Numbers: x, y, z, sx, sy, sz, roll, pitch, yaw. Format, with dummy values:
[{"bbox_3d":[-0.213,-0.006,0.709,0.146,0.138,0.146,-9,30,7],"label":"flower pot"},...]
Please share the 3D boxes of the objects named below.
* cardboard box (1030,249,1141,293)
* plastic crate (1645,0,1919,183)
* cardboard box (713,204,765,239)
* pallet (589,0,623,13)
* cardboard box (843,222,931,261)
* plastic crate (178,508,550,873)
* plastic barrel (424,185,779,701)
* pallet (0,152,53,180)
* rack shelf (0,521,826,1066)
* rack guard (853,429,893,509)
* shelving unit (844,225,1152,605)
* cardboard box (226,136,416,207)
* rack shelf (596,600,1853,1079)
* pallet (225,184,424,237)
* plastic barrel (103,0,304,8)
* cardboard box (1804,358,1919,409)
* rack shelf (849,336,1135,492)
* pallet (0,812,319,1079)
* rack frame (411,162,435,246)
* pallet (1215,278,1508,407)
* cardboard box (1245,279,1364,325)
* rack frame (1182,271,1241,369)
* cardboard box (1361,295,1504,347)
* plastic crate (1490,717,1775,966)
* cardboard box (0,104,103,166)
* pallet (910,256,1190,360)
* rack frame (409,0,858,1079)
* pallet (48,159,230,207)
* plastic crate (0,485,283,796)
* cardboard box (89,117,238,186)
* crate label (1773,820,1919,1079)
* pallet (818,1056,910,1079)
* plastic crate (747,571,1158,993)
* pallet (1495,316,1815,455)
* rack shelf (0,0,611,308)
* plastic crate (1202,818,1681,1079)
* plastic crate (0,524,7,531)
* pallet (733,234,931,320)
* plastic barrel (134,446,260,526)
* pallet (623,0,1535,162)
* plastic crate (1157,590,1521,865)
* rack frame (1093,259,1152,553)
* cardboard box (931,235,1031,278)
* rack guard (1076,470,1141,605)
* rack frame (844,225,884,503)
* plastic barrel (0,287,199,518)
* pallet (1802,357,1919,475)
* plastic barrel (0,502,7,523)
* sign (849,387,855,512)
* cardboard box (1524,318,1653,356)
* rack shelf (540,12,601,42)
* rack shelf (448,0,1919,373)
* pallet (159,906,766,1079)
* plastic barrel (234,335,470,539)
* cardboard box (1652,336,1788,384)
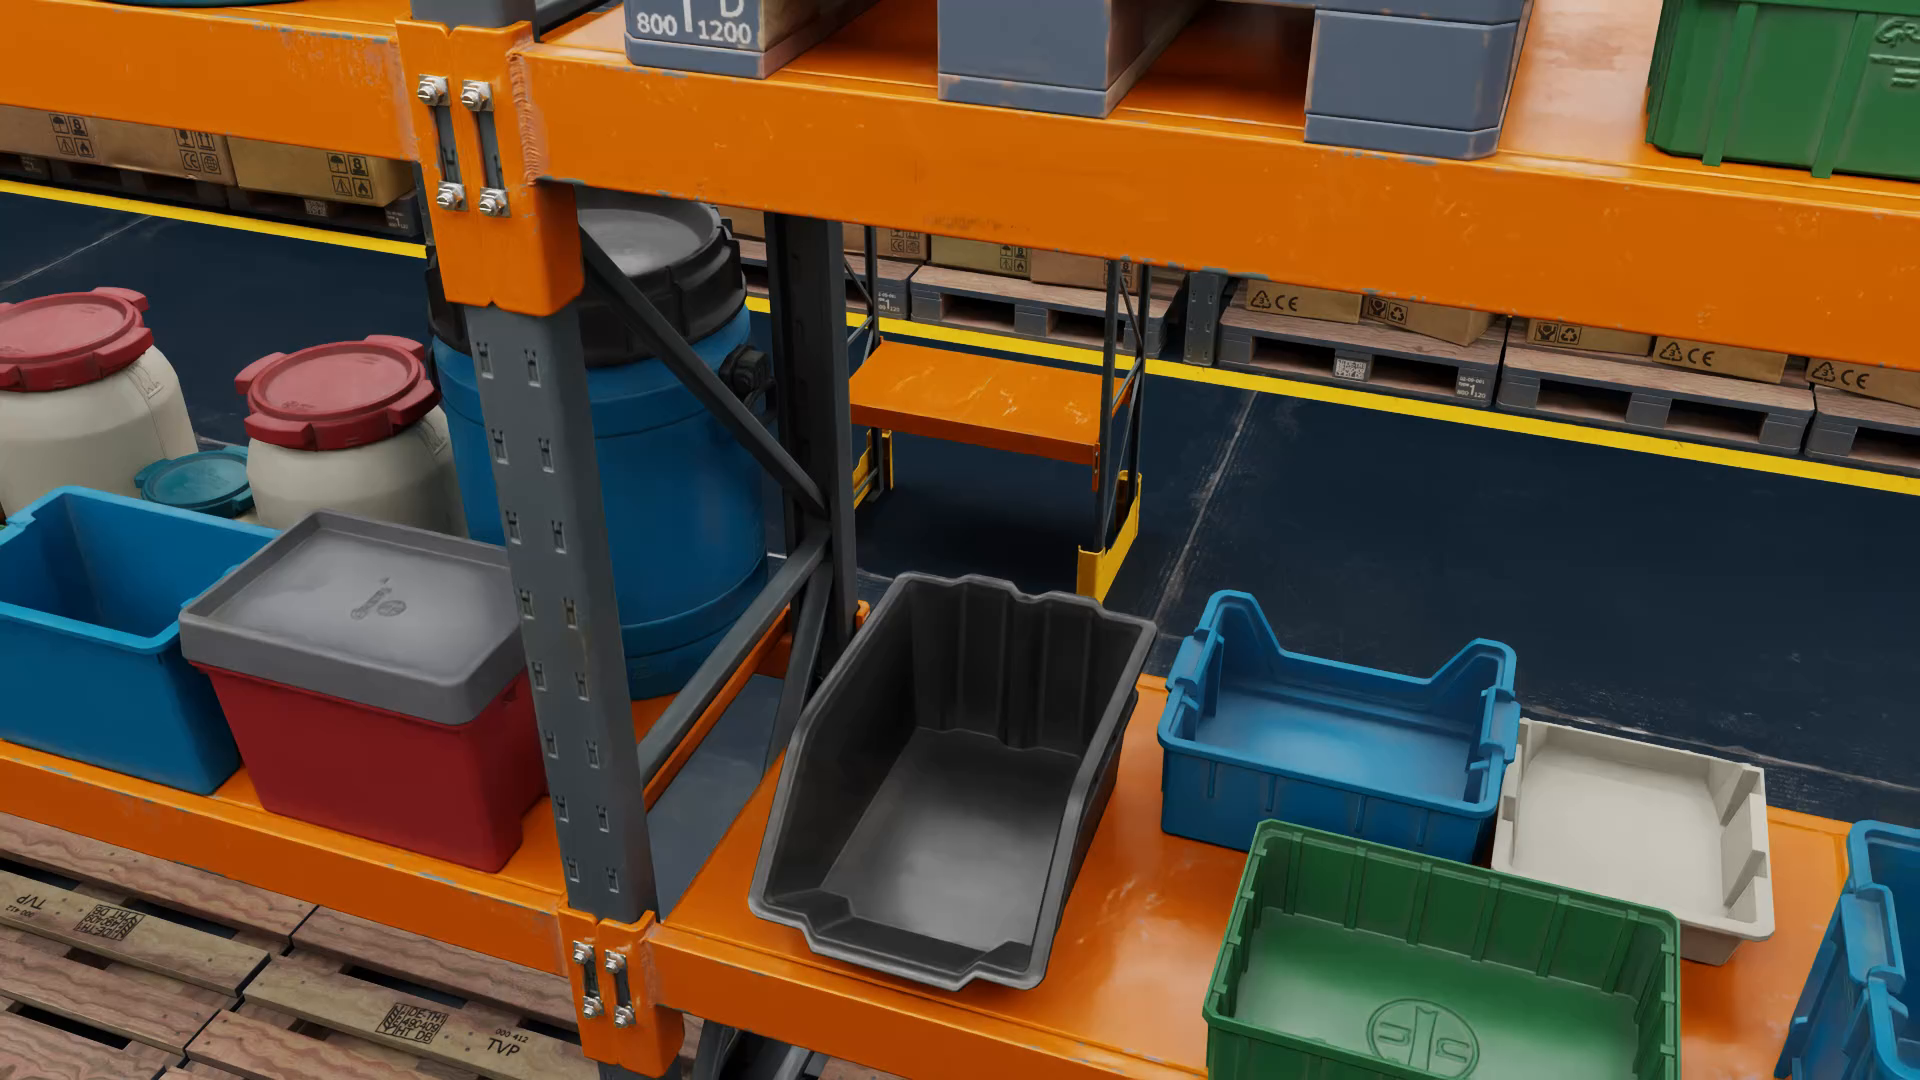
[{"bbox_3d":[0.657,-1.552,7.787,0.500,0.500,0.700,8,34,13],"label":"cardboard box"},{"bbox_3d":[0.950,-0.508,1.701,0.450,0.188,0.336,11,34,16],"label":"plastic crate"},{"bbox_3d":[-0.838,-1.853,8.253,0.500,0.500,0.700,14,35,20],"label":"cardboard box"},{"bbox_3d":[-1.831,-2.869,8.105,1.003,0.211,1.213,11,34,16],"label":"pallet"},{"bbox_3d":[-0.312,-1.751,8.095,0.500,0.500,0.700,8,34,12],"label":"cardboard box"},{"bbox_3d":[-1.002,0.276,2.998,0.583,0.464,0.402,11,34,16],"label":"plastic crate"},{"bbox_3d":[-0.705,-0.200,3.333,0.708,0.901,0.600,11,34,16],"label":"plastic barrel"},{"bbox_3d":[-5.551,-2.483,9.901,1.213,0.211,1.003,11,34,16],"label":"pallet"},{"bbox_3d":[-2.326,0.172,3.882,4.000,0.370,1.077,11,34,16],"label":"rack shelf"},{"bbox_3d":[-0.397,-0.182,6.302,0.087,0.250,0.587,11,34,16],"label":"rack guard"},{"bbox_3d":[0.072,-0.616,5.822,1.083,1.500,0.587,11,34,16],"label":"shelving unit"},{"bbox_3d":[-3.180,-2.446,8.845,0.875,0.875,1.225,9,34,14],"label":"cardboard box"},{"bbox_3d":[1.440,0.904,2.748,4.000,0.370,1.077,11,34,16],"label":"rack shelf"},{"bbox_3d":[-3.254,-2.037,9.210,1.213,0.211,1.003,11,34,16],"label":"pallet"},{"bbox_3d":[-0.995,-1.217,2.143,0.708,0.901,0.600,11,34,16],"label":"plastic barrel"},{"bbox_3d":[3.837,-0.903,6.800,0.500,0.500,0.500,21,38,29],"label":"cardboard box"},{"bbox_3d":[0.080,-0.463,5.917,1.000,0.185,0.538,11,34,16],"label":"rack shelf"},{"bbox_3d":[-2.348,1.061,4.412,1.213,0.211,1.003,11,34,16],"label":"pallet"},{"bbox_3d":[-2.538,-3.025,8.171,0.127,3.000,1.000,11,34,16],"label":"rack frame"},{"bbox_3d":[1.872,-1.017,7.631,1.213,0.211,1.003,11,34,16],"label":"pallet"},{"bbox_3d":[1.591,-1.326,7.456,0.500,0.500,0.500,10,34,15],"label":"cardboard box"},{"bbox_3d":[1.228,-2.293,7.037,0.127,3.000,1.000,11,34,16],"label":"rack frame"},{"bbox_3d":[2.133,-1.225,7.300,0.500,0.500,0.500,23,39,31],"label":"cardboard box"},{"bbox_3d":[1.171,0.514,2.931,0.437,0.136,0.530,11,34,16],"label":"plastic crate"},{"bbox_3d":[-4.852,-2.771,9.348,0.875,0.875,1.225,10,34,15],"label":"cardboard box"},{"bbox_3d":[0.494,-1.264,8.013,1.213,0.211,1.003,11,34,16],"label":"pallet"},{"bbox_3d":[-0.443,0.236,3.120,0.127,3.000,1.000,11,34,16],"label":"rack frame"},{"bbox_3d":[-4.399,-2.261,9.557,1.213,0.211,1.003,11,34,16],"label":"pallet"},{"bbox_3d":[-1.586,0.199,3.191,0.575,0.384,0.392,11,34,16],"label":"plastic crate"},{"bbox_3d":[-4.017,-2.613,9.104,0.875,0.875,1.225,11,34,17],"label":"cardboard box"},{"bbox_3d":[1.499,0.754,2.284,0.616,0.435,0.502,11,34,16],"label":"crate label"},{"bbox_3d":[0.175,1.551,3.653,1.213,0.211,1.003,11,34,16],"label":"pallet"},{"bbox_3d":[0.007,0.422,2.888,0.504,0.338,0.767,11,34,16],"label":"plastic crate"},{"bbox_3d":[3.024,-0.795,7.286,1.213,0.211,1.003,11,34,16],"label":"pallet"},{"bbox_3d":[-2.326,-1.088,3.068,4.000,0.370,1.077,11,34,16],"label":"rack shelf"},{"bbox_3d":[0.740,0.717,2.569,0.662,0.188,0.450,11,34,16],"label":"plastic crate"},{"bbox_3d":[-2.178,0.150,3.448,0.662,0.188,0.450,11,34,16],"label":"plastic crate"},{"bbox_3d":[-0.658,-1.486,8.357,1.213,0.211,1.003,11,34,16],"label":"pallet"},{"bbox_3d":[-1.637,-0.027,3.654,0.301,0.262,0.301,0,33,0],"label":"plastic barrel"},{"bbox_3d":[0.269,-0.863,2.230,1.003,0.211,1.213,11,34,16],"label":"pallet"},{"bbox_3d":[0.690,0.362,3.061,0.616,0.251,0.499,11,34,16],"label":"plastic crate"},{"bbox_3d":[0.559,-0.521,5.675,0.032,1.500,0.500,11,34,16],"label":"rack frame"},{"bbox_3d":[0.214,-1.648,7.937,0.500,0.500,0.700,11,34,16],"label":"cardboard box"},{"bbox_3d":[0.541,0.000,6.019,0.087,0.250,0.587,11,34,16],"label":"rack guard"},{"bbox_3d":[-0.398,-0.707,5.963,0.032,1.500,0.500,11,34,16],"label":"rack frame"},{"bbox_3d":[-1.960,-0.243,3.735,0.433,0.535,0.433,0,33,0],"label":"plastic barrel"},{"bbox_3d":[4.169,-0.571,6.939,1.213,0.211,1.003,11,34,16],"label":"pallet"},{"bbox_3d":[-2.368,-0.322,3.858,0.433,0.535,0.433,0,33,0],"label":"plastic barrel"},{"bbox_3d":[-0.247,-0.160,3.477,0.005,0.325,0.100,11,34,16],"label":"sign"},{"bbox_3d":[2.744,-1.152,7.186,0.500,0.500,0.500,8,34,12],"label":"cardboard box"},{"bbox_3d":[-0.655,-2.357,7.799,4.000,0.370,1.077,11,34,16],"label":"rack shelf"},{"bbox_3d":[1.440,-0.356,1.934,4.000,0.370,1.077,11,34,16],"label":"rack shelf"},{"bbox_3d":[-1.195,1.283,4.068,1.213,0.211,1.003,11,34,16],"label":"pallet"},{"bbox_3d":[-1.270,-0.109,3.527,0.433,0.535,0.433,0,33,0],"label":"plastic barrel"},{"bbox_3d":[3.254,-1.027,6.992,0.500,0.500,0.500,14,35,21],"label":"cardboard box"}]
